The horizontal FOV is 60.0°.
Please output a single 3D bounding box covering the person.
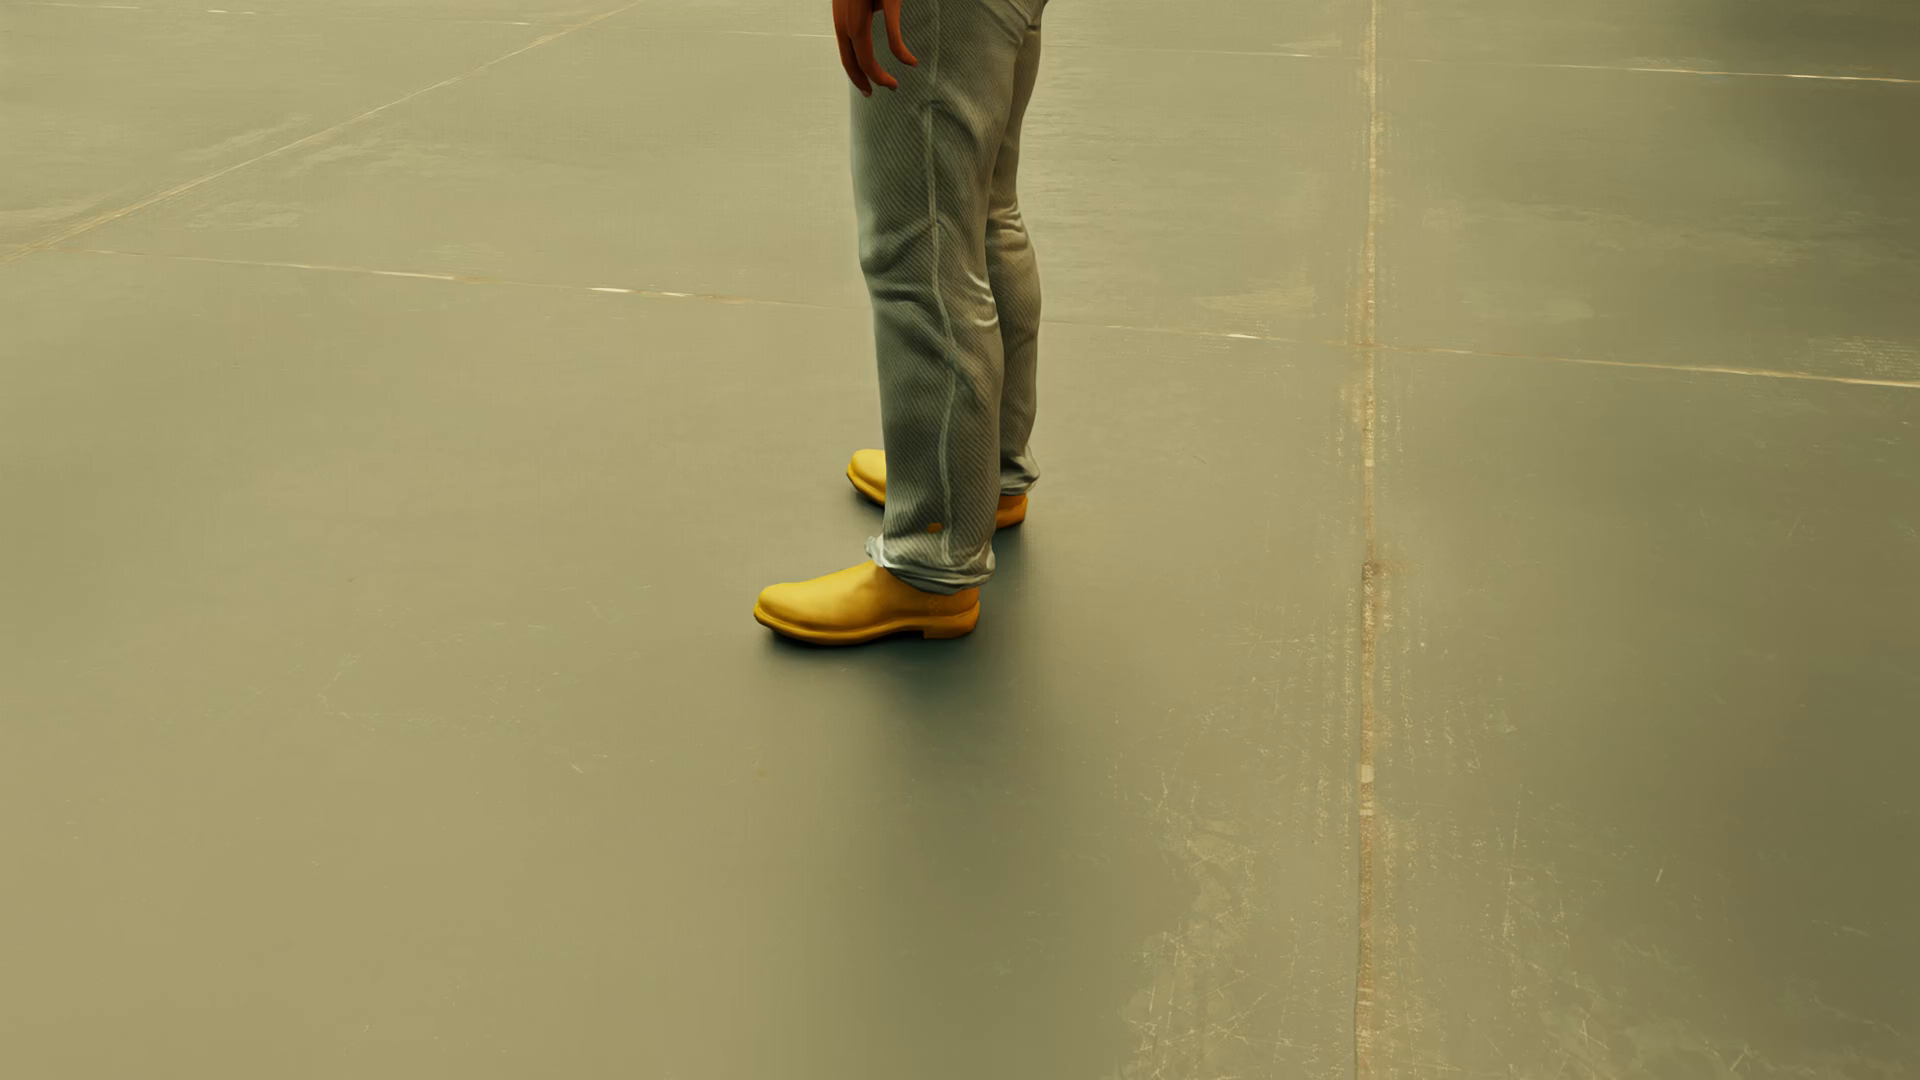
[{"bbox_3d":[-0.009,-0.778,2.082,0.424,1.769,0.677,6,27,11],"label":"person"}]
